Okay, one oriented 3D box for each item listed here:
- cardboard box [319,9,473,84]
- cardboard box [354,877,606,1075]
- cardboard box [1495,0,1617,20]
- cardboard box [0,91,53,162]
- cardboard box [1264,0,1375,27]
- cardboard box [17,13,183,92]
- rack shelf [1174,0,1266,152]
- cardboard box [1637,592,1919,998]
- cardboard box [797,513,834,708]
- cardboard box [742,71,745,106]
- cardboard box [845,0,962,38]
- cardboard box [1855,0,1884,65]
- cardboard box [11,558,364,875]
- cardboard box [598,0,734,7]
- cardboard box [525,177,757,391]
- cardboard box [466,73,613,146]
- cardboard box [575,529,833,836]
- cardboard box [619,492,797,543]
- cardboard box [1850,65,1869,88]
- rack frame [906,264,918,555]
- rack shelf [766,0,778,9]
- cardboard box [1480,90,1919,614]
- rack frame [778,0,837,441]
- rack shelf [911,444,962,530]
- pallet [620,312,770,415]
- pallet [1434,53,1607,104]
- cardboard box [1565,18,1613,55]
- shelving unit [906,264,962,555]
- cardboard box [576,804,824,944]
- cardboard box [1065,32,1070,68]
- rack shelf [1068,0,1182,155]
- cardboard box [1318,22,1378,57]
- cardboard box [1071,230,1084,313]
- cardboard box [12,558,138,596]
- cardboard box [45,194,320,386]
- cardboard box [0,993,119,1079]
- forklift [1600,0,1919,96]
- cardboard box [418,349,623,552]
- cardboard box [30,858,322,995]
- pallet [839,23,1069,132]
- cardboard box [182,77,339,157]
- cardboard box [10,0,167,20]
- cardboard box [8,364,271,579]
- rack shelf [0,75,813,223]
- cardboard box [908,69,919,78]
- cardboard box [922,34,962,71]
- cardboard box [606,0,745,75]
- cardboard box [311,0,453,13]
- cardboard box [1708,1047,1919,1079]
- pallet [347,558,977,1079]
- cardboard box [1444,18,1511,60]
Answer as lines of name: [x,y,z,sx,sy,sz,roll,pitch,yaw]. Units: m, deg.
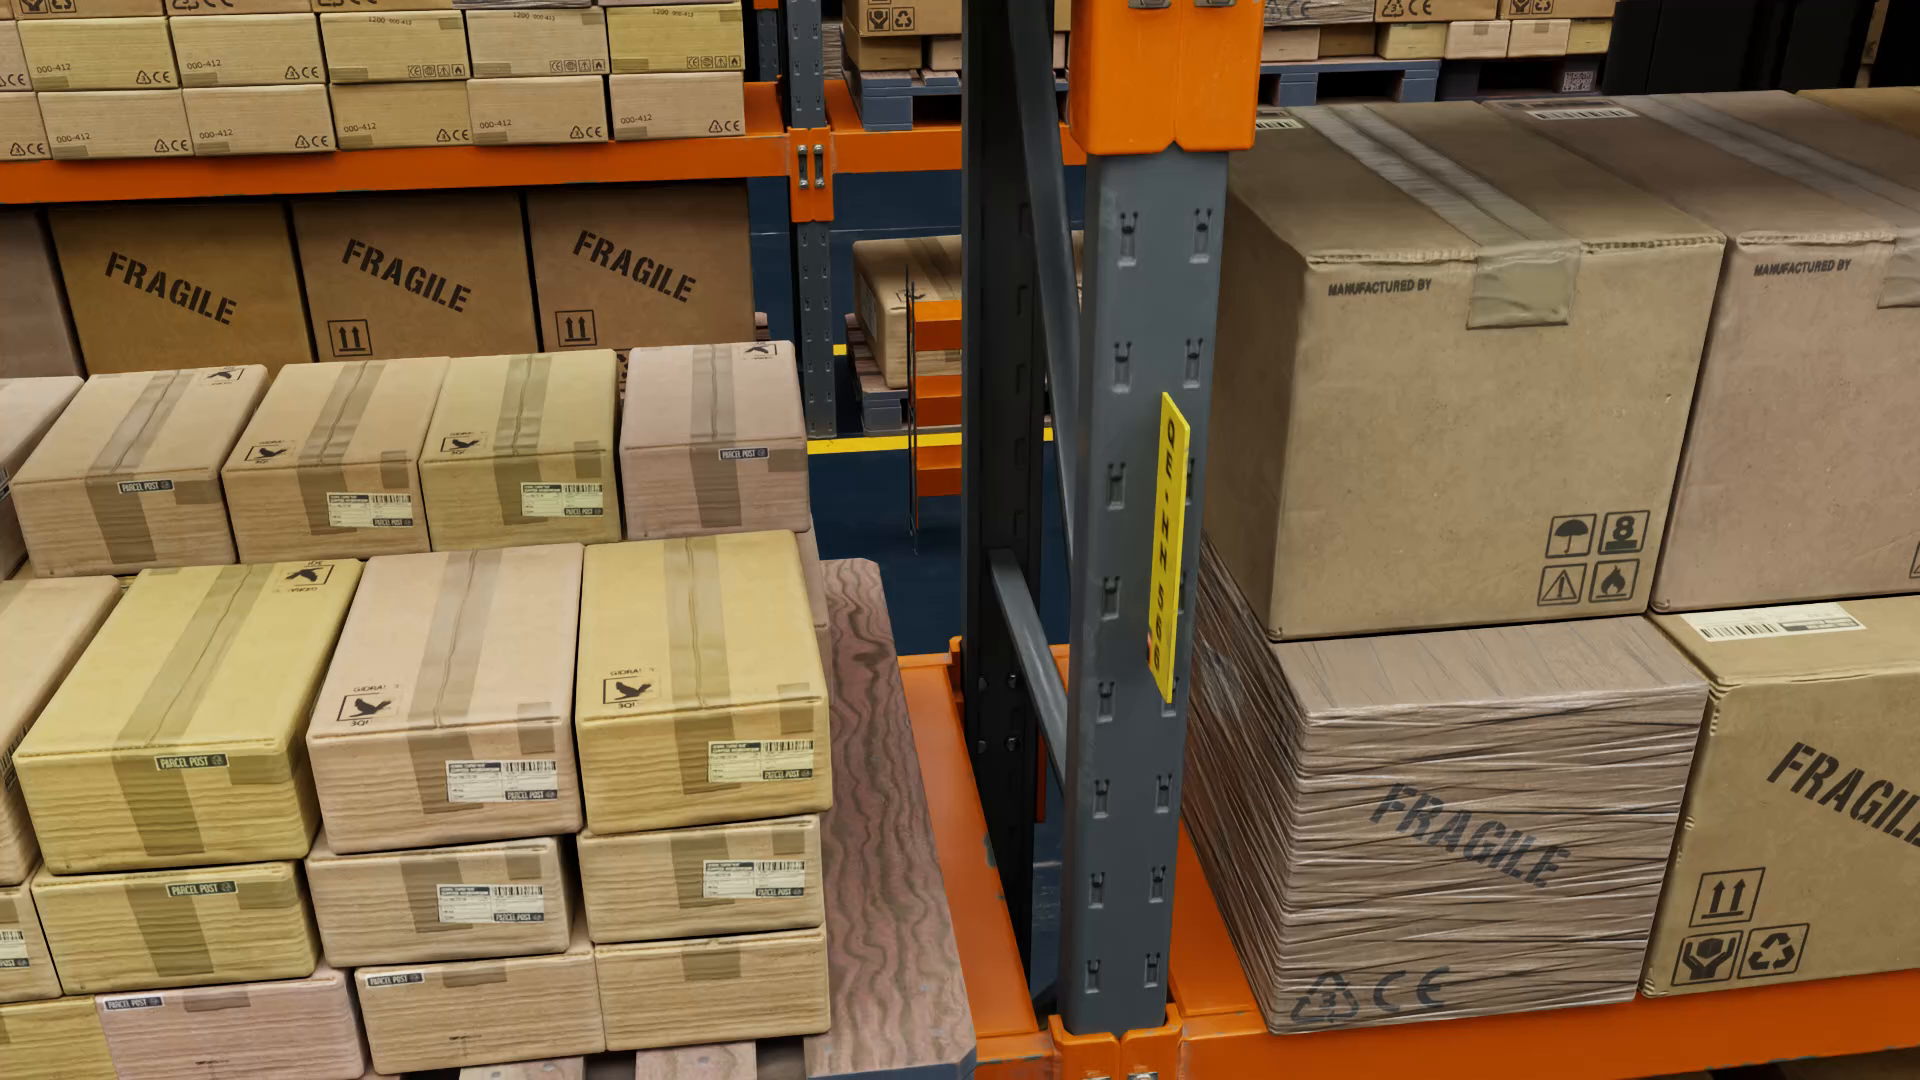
cardboard box: [-2.112,-1.919,6.321,0.500,0.250,0.500,-4,27,-8]
cardboard box: [-0.537,0.425,1.951,0.250,0.149,0.380,-4,27,-7]
cardboard box: [2.388,-2.438,6.821,0.500,0.500,0.500,-4,27,-7]
cardboard box: [-3.633,-1.606,6.259,0.500,0.250,0.500,-4,27,-8]
cardboard box: [1.358,-2.374,6.696,0.500,0.500,0.500,-5,28,-9]
cardboard box: [-3.127,-1.853,6.192,0.500,0.250,0.500,-3,27,-6]
rack shelf: [2.114,-0.896,2.212,4.000,0.370,1.077,-4,27,-7]
cardboard box: [1.119,0.261,2.345,0.500,0.500,0.500,-4,27,-8]
cardboard box: [-0.338,0.108,2.569,0.250,0.149,0.380,-4,27,-8]
cardboard box: [-1.176,-2.001,7.029,0.500,0.250,0.500,-4,27,-8]
cardboard box: [-0.179,-2.273,6.499,0.500,0.500,0.500,-4,27,-9]
cardboard box: [3.779,-2.318,7.047,0.500,0.500,0.500,-4,27,-7]
cardboard box: [-0.797,0.176,1.784,0.250,0.149,0.380,-3,27,-6]
cardboard box: [-1.132,-2.323,6.288,0.500,0.500,0.500,-4,27,-9]
cardboard box: [-1.352,-1.220,7.210,0.875,0.875,0.875,-4,27,-8]
cardboard box: [-1.625,-1.729,6.499,0.500,0.250,0.500,-3,27,-6]
cardboard box: [-0.288,0.145,1.846,0.250,0.149,0.380,-5,28,-9]
cardboard box: [-0.373,-0.021,2.495,0.250,0.149,0.380,-2,27,-5]
cardboard box: [3.661,-2.003,7.143,0.250,0.149,0.380,-4,27,-7]
rack frame: [-0.174,-0.456,5.989,0.008,1.050,0.200,-4,27,-7]
rack shelf: [0.629,-4.036,11.618,4.000,0.370,1.077,-4,27,-7]
cardboard box: [1.080,-0.300,2.344,0.500,0.500,0.700,-4,27,-8]
rack frame: [-0.656,-1.985,6.833,0.127,3.000,1.000,-4,27,-7]
rack shelf: [-0.053,-0.207,6.135,0.240,0.259,0.215,-4,27,-7]
pallet: [-1.448,-0.729,7.439,1.213,0.211,1.003,-4,27,-7]
pallet: [2.527,-2.171,7.406,1.213,0.211,1.003,-4,27,-7]
cardboard box: [2.570,-2.148,6.967,0.250,0.149,0.380,-4,28,-9]
shelving unit: [-0.053,-0.464,6.004,0.252,1.050,0.215,-4,27,-7]
cardboard box: [-0.292,0.276,1.916,0.250,0.149,0.380,-3,27,-6]
cardboard box: [0.529,-2.004,6.686,0.250,0.149,0.380,-4,27,-7]
rack shelf: [-1.847,-0.641,1.716,4.000,0.370,1.077,-4,27,-7]
cardboard box: [1.546,-2.129,6.928,0.250,0.149,0.380,-5,28,-9]
cardboard box: [0.634,-1.085,7.497,0.625,0.372,0.950,-4,27,-8]
cardboard box: [-1.155,0.031,2.392,0.250,0.149,0.380,-4,27,-7]
cardboard box: [-3.121,-1.109,6.993,0.875,0.875,0.875,-3,27,-6]
cardboard box: [-1.039,0.456,1.891,0.250,0.149,0.380,-4,27,-8]
forklift: [2.260,-0.461,3.939,3.031,2.935,1.130,19,33,33]
cardboard box: [-0.617,-0.134,2.388,0.250,0.149,0.380,-4,27,-9]
cardboard box: [-0.817,0.312,1.846,0.250,0.149,0.380,-3,27,-6]
pallet: [0.034,-1.993,7.059,1.003,0.211,1.213,-4,27,-7]
cardboard box: [-2.627,-1.659,6.363,0.500,0.250,0.500,-4,27,-8]
cardboard box: [-3.145,-2.194,6.035,0.500,0.500,0.500,-4,27,-8]
cardboard box: [-1.123,-0.103,2.329,0.250,0.149,0.380,-5,28,-9]
rack shelf: [-2.637,-1.538,6.750,4.000,0.370,1.077,-4,27,-7]
cardboard box: [-0.086,-3.438,11.806,0.625,0.625,0.875,-3,27,-5]
cardboard box: [-0.024,-2.000,6.677,0.250,0.149,0.380,-5,28,-10]
cardboard box: [-1.101,-1.995,6.470,0.500,0.250,0.500,-4,27,-7]
cardboard box: [-2.132,-2.259,6.161,0.500,0.500,0.500,-4,27,-7]
cardboard box: [1.614,1.005,3.010,0.750,0.750,1.050,-3,27,-6]
pallet: [-0.558,0.425,2.346,1.003,0.211,1.213,-4,27,-7]
cardboard box: [2.068,-2.098,6.868,0.250,0.149,0.380,-3,27,-7]
